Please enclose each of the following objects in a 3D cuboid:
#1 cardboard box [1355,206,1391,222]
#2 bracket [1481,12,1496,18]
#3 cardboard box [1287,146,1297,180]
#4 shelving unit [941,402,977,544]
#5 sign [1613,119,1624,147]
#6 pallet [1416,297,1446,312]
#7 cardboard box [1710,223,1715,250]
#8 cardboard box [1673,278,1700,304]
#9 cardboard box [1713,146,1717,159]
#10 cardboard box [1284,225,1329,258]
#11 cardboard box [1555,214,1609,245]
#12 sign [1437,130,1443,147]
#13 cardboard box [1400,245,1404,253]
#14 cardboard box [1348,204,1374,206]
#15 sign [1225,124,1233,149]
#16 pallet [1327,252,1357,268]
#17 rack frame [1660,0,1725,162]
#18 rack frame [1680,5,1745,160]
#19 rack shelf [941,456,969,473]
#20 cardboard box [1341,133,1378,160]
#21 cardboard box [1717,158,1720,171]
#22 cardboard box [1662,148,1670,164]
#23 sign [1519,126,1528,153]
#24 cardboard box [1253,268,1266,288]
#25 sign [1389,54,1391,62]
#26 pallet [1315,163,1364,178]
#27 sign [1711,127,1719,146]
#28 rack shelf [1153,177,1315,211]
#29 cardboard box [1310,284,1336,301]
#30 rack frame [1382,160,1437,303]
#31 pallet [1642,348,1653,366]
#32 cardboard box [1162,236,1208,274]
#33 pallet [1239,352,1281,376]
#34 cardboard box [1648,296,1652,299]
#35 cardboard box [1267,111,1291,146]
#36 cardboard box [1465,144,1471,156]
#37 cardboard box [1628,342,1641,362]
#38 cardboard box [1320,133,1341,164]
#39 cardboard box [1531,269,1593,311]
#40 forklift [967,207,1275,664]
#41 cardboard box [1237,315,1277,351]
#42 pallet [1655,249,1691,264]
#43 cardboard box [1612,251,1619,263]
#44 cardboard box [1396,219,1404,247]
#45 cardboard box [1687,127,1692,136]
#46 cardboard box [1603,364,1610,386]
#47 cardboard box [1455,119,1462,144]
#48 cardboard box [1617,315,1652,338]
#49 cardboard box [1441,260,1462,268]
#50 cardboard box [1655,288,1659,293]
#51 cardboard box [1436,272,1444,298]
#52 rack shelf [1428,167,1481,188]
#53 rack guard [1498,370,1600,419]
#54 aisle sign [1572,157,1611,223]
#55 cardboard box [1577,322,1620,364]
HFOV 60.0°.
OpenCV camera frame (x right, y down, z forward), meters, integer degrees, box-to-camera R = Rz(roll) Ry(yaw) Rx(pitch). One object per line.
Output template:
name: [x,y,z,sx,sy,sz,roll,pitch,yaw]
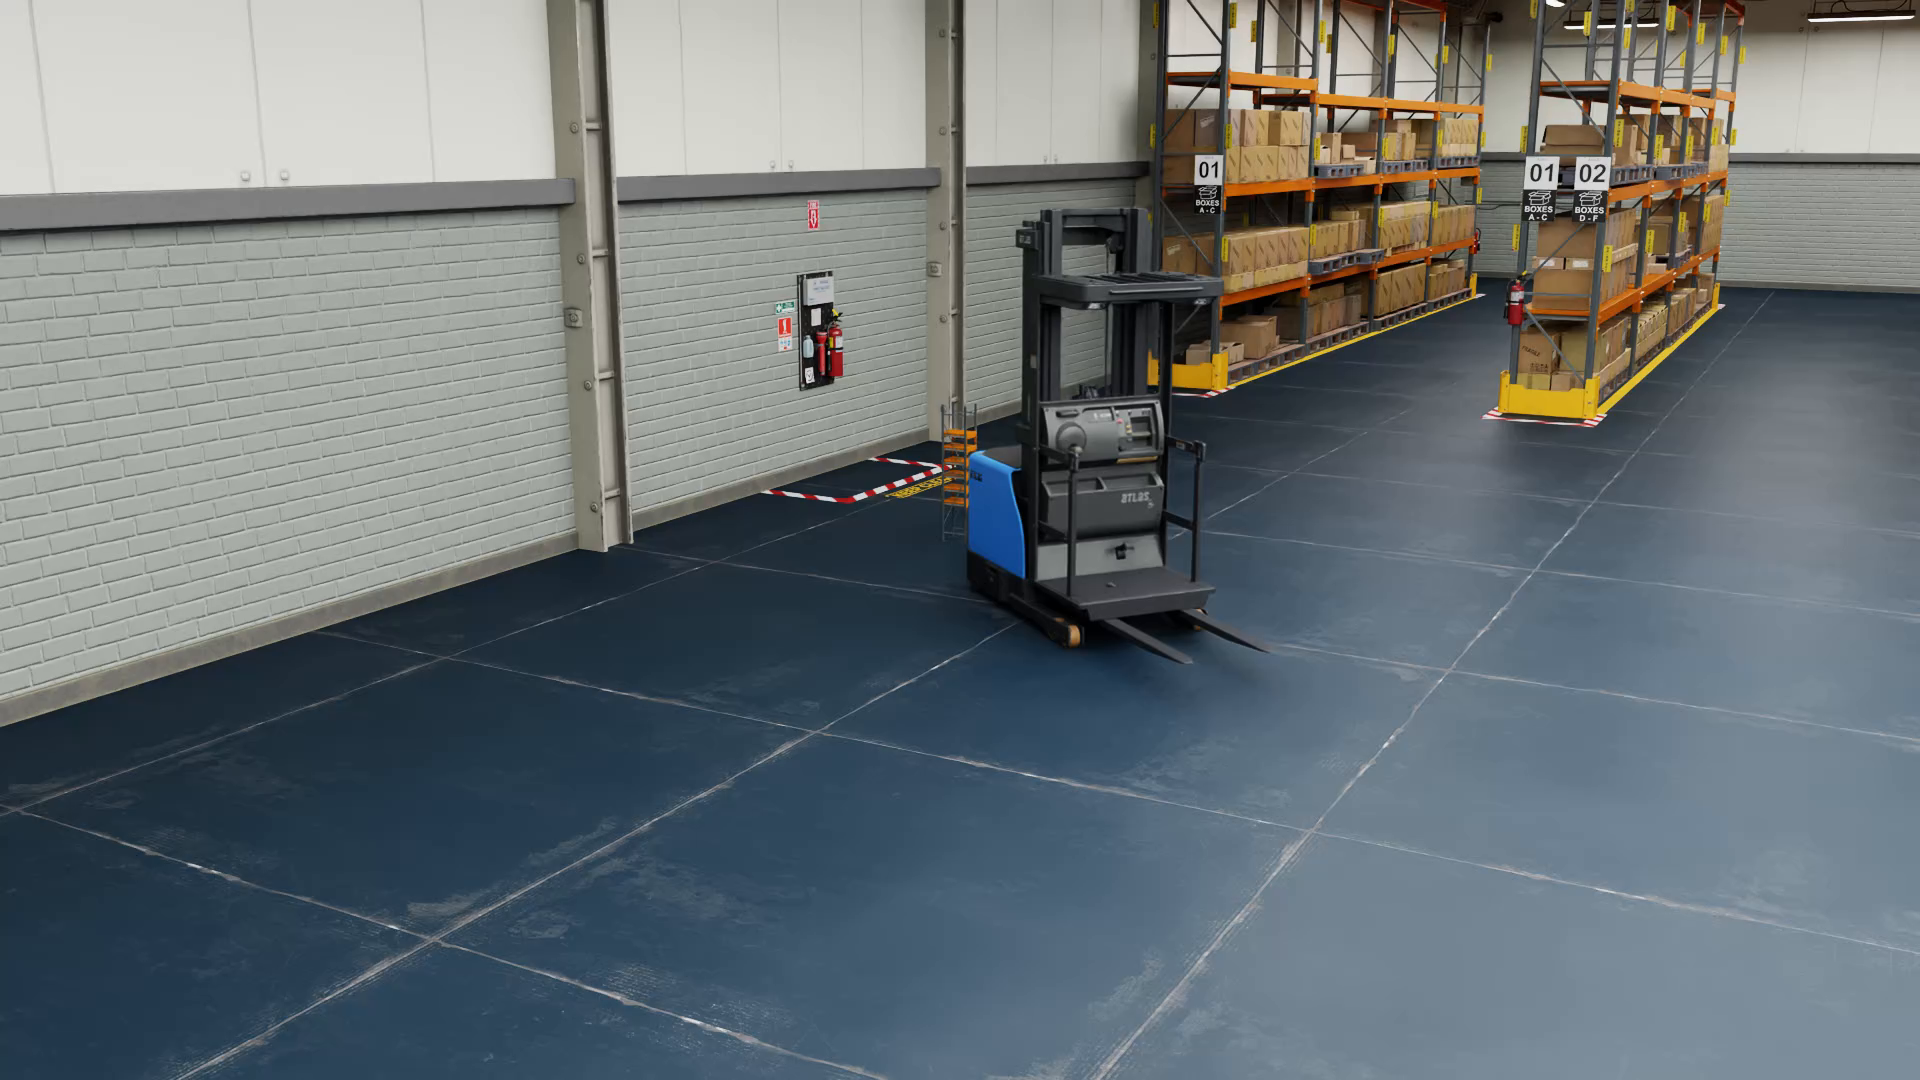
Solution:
cardboard box: [7.486,-5.912,30.165,0.500,0.250,0.500,8,16,29]
bracket: [12.813,-12.644,40.100,0.076,0.066,3.189,7,15,28]
cardboard box: [4.809,-5.737,25.273,0.500,0.500,0.500,6,15,23]
shelving unit: [-0.007,-0.580,14.381,0.258,1.200,0.189,7,15,28]
sign: [7.980,-4.930,20.150,0.100,0.325,0.005,7,15,28]
pallet: [9.396,-4.887,34.354,1.003,0.211,1.213,7,15,28]
cardboard box: [14.516,-5.969,32.681,0.500,0.500,0.500,7,15,27]
cardboard box: [14.202,-4.921,32.934,0.797,0.503,0.637,7,15,28]
cardboard box: [13.991,-7.338,31.423,0.500,0.250,0.500,7,15,28]
cardboard box: [5.645,-4.931,27.435,0.700,0.500,0.500,9,16,34]
cardboard box: [8.009,-3.966,21.602,0.700,0.500,0.500,7,15,27]
sign: [9.440,-7.898,32.721,0.100,0.325,0.005,7,15,28]
cardboard box: [8.254,-5.573,31.742,0.380,0.149,0.250,8,16,30]
cardboard box: [7.523,-6.175,31.258,0.500,0.250,0.500,7,15,27]
sign: [3.634,-5.455,22.496,0.100,0.325,0.005,7,15,28]
pallet: [6.105,-4.771,28.331,1.003,0.211,1.213,7,15,28]
rack frame: [13.298,-8.451,30.389,1.000,3.000,0.127,7,15,28]
rack frame: [15.232,-9.272,33.793,1.000,3.000,0.127,7,15,28]
rack shelf: [-0.007,-0.654,14.363,0.258,0.103,0.180,7,15,28]
cardboard box: [7.206,-7.100,30.030,0.700,0.500,0.500,6,15,24]
cardboard box: [14.477,-7.299,32.331,0.500,0.250,0.500,7,15,28]
cardboard box: [11.195,-6.204,26.892,0.500,0.250,0.500,6,15,24]
sign: [7.029,-4.987,20.700,0.100,0.325,0.005,7,15,28]
cardboard box: [4.163,-3.846,24.365,0.500,0.250,0.500,7,15,27]
sign: [8.486,-9.611,32.867,0.100,0.325,0.005,7,15,28]
pallet: [5.983,-6.149,27.638,1.213,0.211,1.003,7,15,28]
sign: [13.786,-7.374,30.376,0.100,0.325,0.005,7,15,28]
rack shelf: [4.126,-5.152,24.639,1.077,0.370,4.000,7,15,28]
cardboard box: [6.149,-4.268,28.633,0.500,0.250,0.500,7,15,28]
rack frame: [8.960,-6.095,33.417,1.000,3.000,0.127,7,15,28]
pallet: [10.342,-2.945,26.298,1.003,0.211,1.213,7,15,28]
cardboard box: [3.201,-4.056,23.633,0.500,0.500,0.500,7,15,27]
pallet: [4.210,-2.705,25.305,1.003,0.211,1.213,7,15,28]
cardboard box: [11.862,-4.038,29.276,0.500,0.500,0.500,7,15,26]
cardboard box: [4.589,-6.101,24.651,0.500,0.500,0.500,7,15,26]
cardboard box: [10.522,-8.267,35.234,0.500,0.250,0.500,7,15,26]
cardboard box: [9.843,-2.816,24.784,0.500,0.250,0.500,7,15,27]
cardboard box: [6.023,-6.521,27.673,0.500,0.500,0.500,7,15,26]
cardboard box: [7.734,-3.216,21.259,0.700,0.500,0.500,7,15,28]
forklift: [1.106,-0.793,11.569,1.130,2.935,3.031,-6,15,-23]
cardboard box: [4.626,-3.235,25.948,0.500,0.500,0.500,6,15,24]
pallet: [12.301,-5.020,29.367,1.003,0.211,1.213,7,15,28]
cardboard box: [8.619,-3.808,22.332,0.380,0.149,0.250,8,15,29]
cardboard box: [7.988,-5.756,31.120,0.500,0.500,0.500,7,15,28]
cardboard box: [12.687,-7.060,29.694,0.600,0.600,0.600,7,15,27]
cardboard box: [8.432,-2.231,22.357,0.500,0.250,0.500,7,15,28]
cardboard box: [10.027,-8.421,34.272,0.500,0.500,0.500,7,15,28]
cardboard box: [10.345,-3.299,25.590,0.500,0.311,0.500,7,15,26]
cardboard box: [10.618,-5.966,35.933,0.380,0.149,0.250,8,16,30]
cardboard box: [12.368,-4.621,30.097,0.500,0.250,0.500,7,15,28]
cardboard box: [9.657,-5.329,34.675,0.700,0.500,0.500,7,15,27]
rack shelf: [9.927,-7.614,34.851,1.077,0.370,4.000,7,15,28]
rack guard: [7.486,-1.853,21.152,1.175,0.500,0.348,7,15,28]
aisle sign: [7.734,-4.289,20.375,0.394,0.787,0.004,7,15,28]
cardboard box: [8.679,-2.697,22.692,0.500,0.500,0.500,7,15,28]
